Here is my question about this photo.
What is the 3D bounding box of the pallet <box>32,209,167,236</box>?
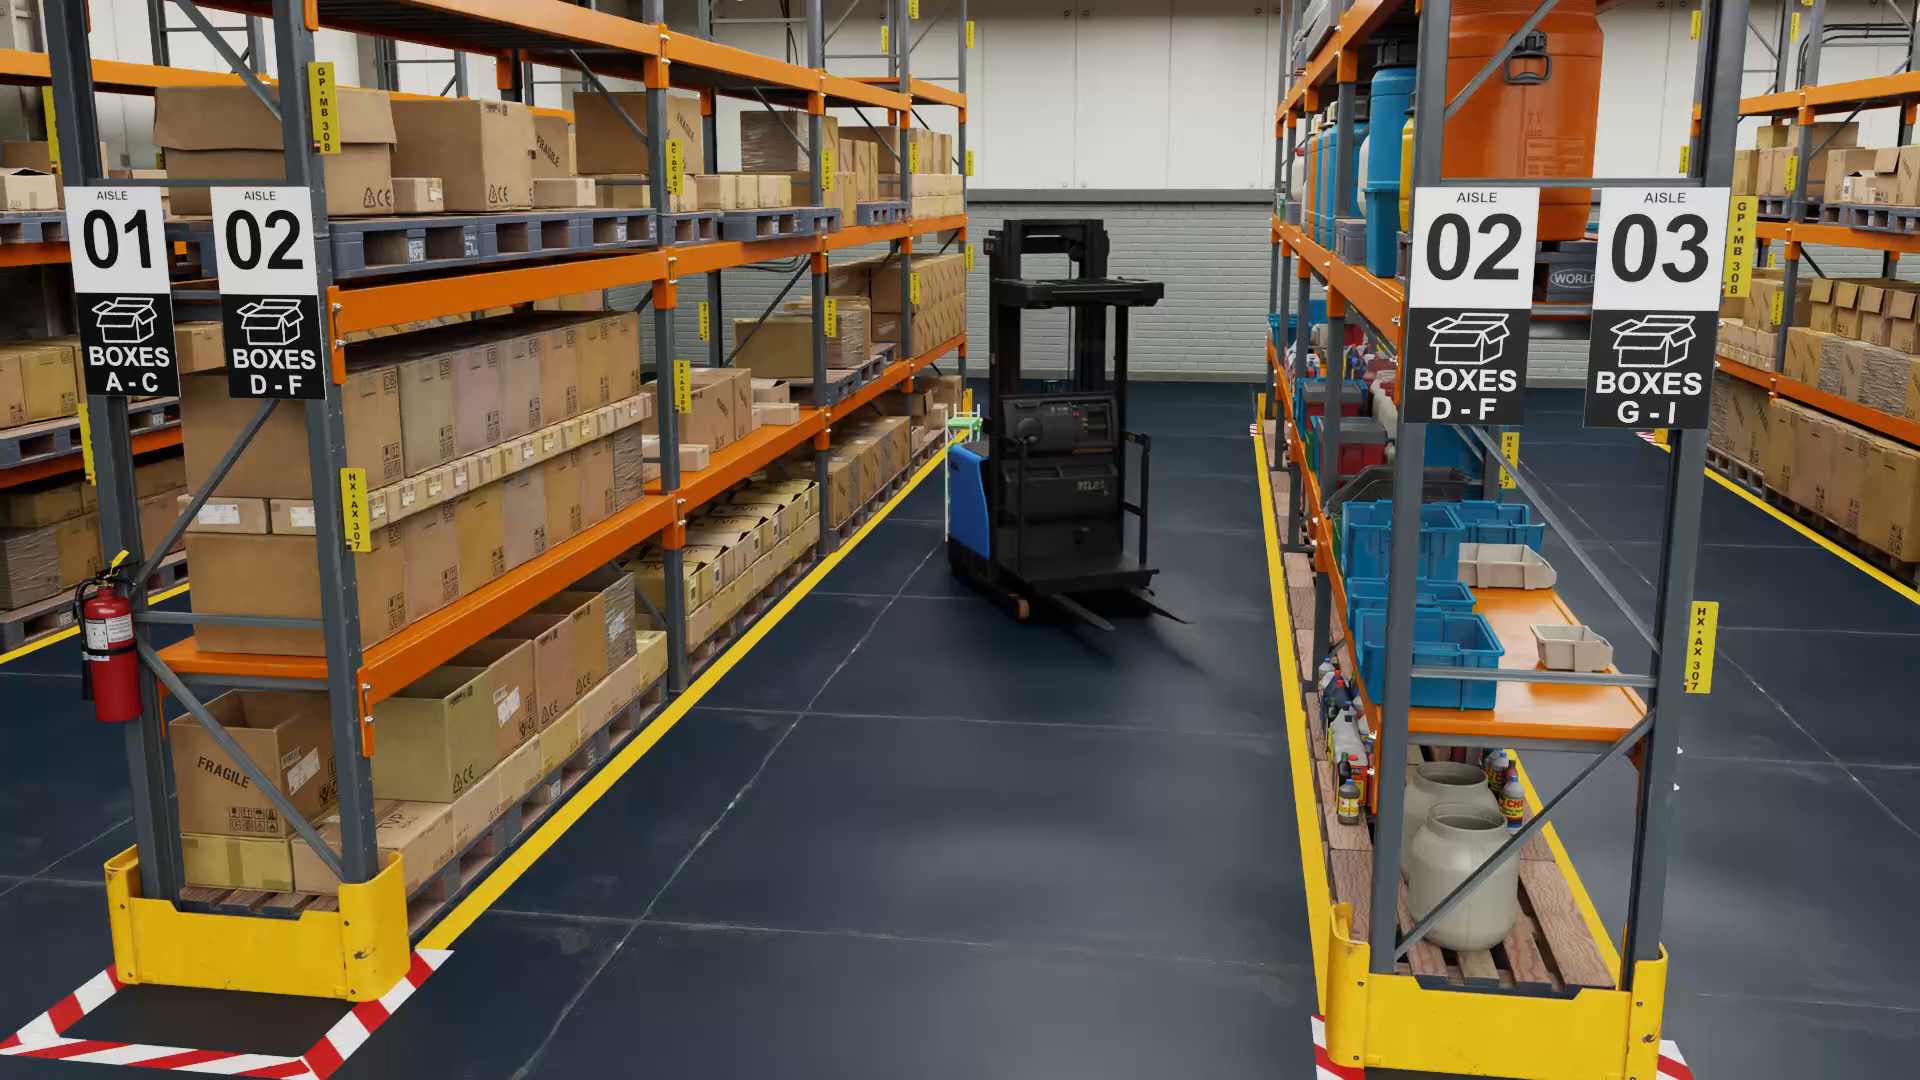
[{"bbox_3d":[-6.806,-2.381,12.505,1.213,0.211,1.003,2,12,9],"label":"pallet"}]

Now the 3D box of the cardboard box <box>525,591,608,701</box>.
[{"bbox_3d":[-2.284,0.578,9.198,0.500,0.500,0.500,2,12,9],"label":"cardboard box"}]

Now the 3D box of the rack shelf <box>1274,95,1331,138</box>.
[{"bbox_3d":[4.164,-4.812,18.874,1.077,0.370,4.000,2,12,9],"label":"rack shelf"}]

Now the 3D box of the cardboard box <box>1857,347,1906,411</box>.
[{"bbox_3d":[8.126,-1.388,14.334,0.500,0.500,0.500,1,12,7],"label":"cardboard box"}]

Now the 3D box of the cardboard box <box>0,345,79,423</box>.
[{"bbox_3d":[-6.958,-1.150,12.187,0.700,0.500,0.500,3,13,14],"label":"cardboard box"}]

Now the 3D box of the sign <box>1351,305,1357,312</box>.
[{"bbox_3d":[5.018,-2.908,21.236,0.100,0.325,0.005,2,12,9],"label":"sign"}]

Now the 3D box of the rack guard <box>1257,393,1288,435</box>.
[{"bbox_3d":[4.463,-1.626,21.609,1.175,0.500,0.348,2,12,9],"label":"rack guard"}]

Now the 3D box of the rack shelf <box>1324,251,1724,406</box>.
[{"bbox_3d":[2.319,-1.043,7.557,1.077,0.370,4.000,2,12,9],"label":"rack shelf"}]

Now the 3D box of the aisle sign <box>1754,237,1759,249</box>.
[{"bbox_3d":[9.674,-3.958,20.326,0.394,0.787,0.004,2,12,9],"label":"aisle sign"}]

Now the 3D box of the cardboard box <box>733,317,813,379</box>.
[{"bbox_3d":[-1.667,-1.727,14.911,0.700,0.500,0.500,-2,12,-10],"label":"cardboard box"}]

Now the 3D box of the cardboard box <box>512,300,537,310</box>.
[{"bbox_3d":[-5.715,-2.742,20.140,0.980,0.700,0.700,2,12,7],"label":"cardboard box"}]

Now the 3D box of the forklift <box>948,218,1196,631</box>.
[{"bbox_3d":[0.844,-0.922,12.572,1.130,2.935,3.031,-4,13,-18],"label":"forklift"}]

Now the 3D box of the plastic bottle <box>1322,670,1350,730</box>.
[{"bbox_3d":[2.092,0.890,9.244,0.144,0.351,0.185,2,12,10],"label":"plastic bottle"}]

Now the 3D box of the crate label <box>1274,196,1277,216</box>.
[{"bbox_3d":[4.011,-4.055,20.177,0.408,0.251,0.502,2,12,9],"label":"crate label"}]

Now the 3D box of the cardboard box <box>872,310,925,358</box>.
[{"bbox_3d":[-0.689,-2.317,18.646,0.500,0.500,0.500,2,12,10],"label":"cardboard box"}]

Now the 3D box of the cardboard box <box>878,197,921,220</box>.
[{"bbox_3d":[-0.718,-3.657,18.337,0.500,0.250,0.500,2,12,9],"label":"cardboard box"}]

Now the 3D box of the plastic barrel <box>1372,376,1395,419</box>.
[{"bbox_3d":[3.230,-0.923,12.148,0.421,0.512,0.421,0,12,0],"label":"plastic barrel"}]

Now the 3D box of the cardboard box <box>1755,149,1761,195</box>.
[{"bbox_3d":[9.120,-4.000,18.098,0.700,0.500,0.500,2,12,11],"label":"cardboard box"}]

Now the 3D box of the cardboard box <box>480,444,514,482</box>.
[{"bbox_3d":[-2.413,-0.382,8.126,0.380,0.149,0.250,2,12,8],"label":"cardboard box"}]

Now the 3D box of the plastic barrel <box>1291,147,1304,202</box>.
[{"bbox_3d":[3.528,-3.647,16.611,0.433,0.535,0.433,0,12,0],"label":"plastic barrel"}]

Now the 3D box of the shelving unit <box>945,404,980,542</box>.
[{"bbox_3d":[0.025,-0.621,15.283,0.258,1.200,0.503,2,12,9],"label":"shelving unit"}]

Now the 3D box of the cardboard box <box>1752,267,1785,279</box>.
[{"bbox_3d":[9.551,-3.011,19.971,0.500,0.500,0.500,2,12,9],"label":"cardboard box"}]

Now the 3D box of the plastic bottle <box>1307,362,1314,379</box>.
[{"bbox_3d":[3.229,-1.490,15.321,0.061,0.283,0.133,2,12,9],"label":"plastic bottle"}]

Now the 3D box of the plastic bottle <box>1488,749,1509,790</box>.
[{"bbox_3d":[2.666,1.147,8.238,0.097,0.271,0.097,0,12,0],"label":"plastic bottle"}]

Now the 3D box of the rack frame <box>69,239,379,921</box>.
[{"bbox_3d":[-2.883,0.327,6.614,1.000,3.000,0.127,2,12,9],"label":"rack frame"}]

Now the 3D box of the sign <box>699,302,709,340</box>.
[{"bbox_3d":[-2.190,-1.881,14.300,0.100,0.325,0.005,2,12,9],"label":"sign"}]

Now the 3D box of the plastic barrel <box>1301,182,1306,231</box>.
[{"bbox_3d":[2.891,-2.644,13.011,0.421,0.512,0.421,0,12,0],"label":"plastic barrel"}]

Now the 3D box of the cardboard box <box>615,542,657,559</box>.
[{"bbox_3d":[-2.415,0.157,11.601,0.500,0.311,0.500,2,12,10],"label":"cardboard box"}]

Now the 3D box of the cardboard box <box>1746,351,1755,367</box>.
[{"bbox_3d":[8.553,-1.908,17.579,0.380,0.149,0.250,2,12,8],"label":"cardboard box"}]

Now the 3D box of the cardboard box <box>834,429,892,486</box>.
[{"bbox_3d":[-0.992,-0.845,16.941,0.500,0.500,0.500,2,12,9],"label":"cardboard box"}]

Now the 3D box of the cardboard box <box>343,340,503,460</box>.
[{"bbox_3d":[-2.638,-0.679,7.962,0.700,0.500,0.500,2,12,9],"label":"cardboard box"}]

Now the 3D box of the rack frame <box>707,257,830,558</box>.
[{"bbox_3d":[-1.652,-1.339,14.341,1.000,3.000,0.127,2,12,9],"label":"rack frame"}]

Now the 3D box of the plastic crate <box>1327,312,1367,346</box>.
[{"bbox_3d":[4.242,-2.248,18.268,0.402,0.464,0.583,2,12,9],"label":"plastic crate"}]

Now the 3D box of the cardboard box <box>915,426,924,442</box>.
[{"bbox_3d":[-0.636,-1.262,19.667,0.380,0.166,0.250,2,12,9],"label":"cardboard box"}]

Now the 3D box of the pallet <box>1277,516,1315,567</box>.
[{"bbox_3d":[3.322,0.020,14.654,1.003,0.211,1.213,2,12,9],"label":"pallet"}]

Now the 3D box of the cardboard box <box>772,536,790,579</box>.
[{"bbox_3d":[-1.648,0.130,13.058,0.500,0.250,0.500,2,12,10],"label":"cardboard box"}]

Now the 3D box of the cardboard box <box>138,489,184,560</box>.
[{"bbox_3d":[-6.849,-0.132,13.632,0.700,0.500,0.500,2,12,8],"label":"cardboard box"}]

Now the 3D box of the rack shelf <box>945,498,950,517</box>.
[{"bbox_3d":[0.025,-0.324,15.348,0.258,0.148,0.480,2,12,9],"label":"rack shelf"}]

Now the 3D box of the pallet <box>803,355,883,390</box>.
[{"bbox_3d":[-1.358,-1.650,16.240,1.003,0.211,1.213,2,12,9],"label":"pallet"}]

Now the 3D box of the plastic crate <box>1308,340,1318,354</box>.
[{"bbox_3d":[3.764,-2.146,18.601,0.437,0.125,0.590,2,12,9],"label":"plastic crate"}]

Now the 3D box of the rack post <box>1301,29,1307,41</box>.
[{"bbox_3d":[3.313,-4.225,13.675,0.954,0.300,0.937,2,12,9],"label":"rack post"}]

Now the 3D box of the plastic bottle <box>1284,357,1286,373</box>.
[{"bbox_3d":[3.359,-1.798,16.944,0.097,0.201,0.097,0,12,0],"label":"plastic bottle"}]

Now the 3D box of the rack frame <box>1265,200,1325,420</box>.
[{"bbox_3d":[4.472,-2.843,21.320,1.000,3.000,0.127,2,12,9],"label":"rack frame"}]

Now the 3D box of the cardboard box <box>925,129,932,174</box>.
[{"bbox_3d":[-0.712,-4.481,19.194,0.700,0.500,0.500,2,12,9],"label":"cardboard box"}]

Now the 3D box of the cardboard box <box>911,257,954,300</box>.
[{"bbox_3d":[-0.371,-3.227,20.492,0.500,0.500,0.500,2,12,10],"label":"cardboard box"}]

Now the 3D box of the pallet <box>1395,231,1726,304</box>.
[{"bbox_3d":[2.235,-1.055,6.354,1.003,0.211,1.213,2,12,9],"label":"pallet"}]

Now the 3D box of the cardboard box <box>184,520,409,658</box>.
[{"bbox_3d":[-2.798,0.181,7.052,0.700,0.500,0.500,2,12,9],"label":"cardboard box"}]

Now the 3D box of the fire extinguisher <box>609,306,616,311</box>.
[{"bbox_3d":[-4.838,-2.960,22.933,0.296,0.674,0.183,2,12,9],"label":"fire extinguisher"}]

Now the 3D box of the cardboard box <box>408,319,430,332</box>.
[{"bbox_3d":[-5.909,-2.220,17.440,0.500,0.500,0.500,2,12,9],"label":"cardboard box"}]

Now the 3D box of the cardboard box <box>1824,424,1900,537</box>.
[{"bbox_3d":[8.407,-0.512,14.551,1.225,0.875,0.875,2,12,9],"label":"cardboard box"}]

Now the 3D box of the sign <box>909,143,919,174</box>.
[{"bbox_3d":[-0.488,-4.066,17.713,0.100,0.325,0.005,2,12,9],"label":"sign"}]

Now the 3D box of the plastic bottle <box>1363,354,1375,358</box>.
[{"bbox_3d":[3.982,-1.676,16.200,0.152,0.276,0.135,2,12,9],"label":"plastic bottle"}]

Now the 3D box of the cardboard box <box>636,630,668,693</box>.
[{"bbox_3d":[-2.123,0.737,10.242,0.500,0.250,0.500,2,12,9],"label":"cardboard box"}]

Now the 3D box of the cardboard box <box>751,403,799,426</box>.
[{"bbox_3d":[-1.518,-1.020,13.457,0.380,0.149,0.250,2,12,9],"label":"cardboard box"}]

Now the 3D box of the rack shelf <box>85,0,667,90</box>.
[{"bbox_3d":[-2.575,-2.475,8.031,1.077,0.370,4.000,2,12,9],"label":"rack shelf"}]

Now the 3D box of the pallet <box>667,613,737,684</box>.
[{"bbox_3d":[-2.193,0.703,11.489,1.003,0.211,1.213,2,12,9],"label":"pallet"}]

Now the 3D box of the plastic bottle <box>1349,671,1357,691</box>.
[{"bbox_3d":[2.227,0.892,9.395,0.061,0.283,0.133,2,12,9],"label":"plastic bottle"}]

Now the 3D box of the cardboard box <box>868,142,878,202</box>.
[{"bbox_3d":[-1.187,-3.838,17.348,0.600,0.600,0.600,1,12,3],"label":"cardboard box"}]

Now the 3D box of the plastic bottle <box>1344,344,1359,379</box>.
[{"bbox_3d":[3.868,-1.750,16.368,0.144,0.351,0.185,2,12,9],"label":"plastic bottle"}]
